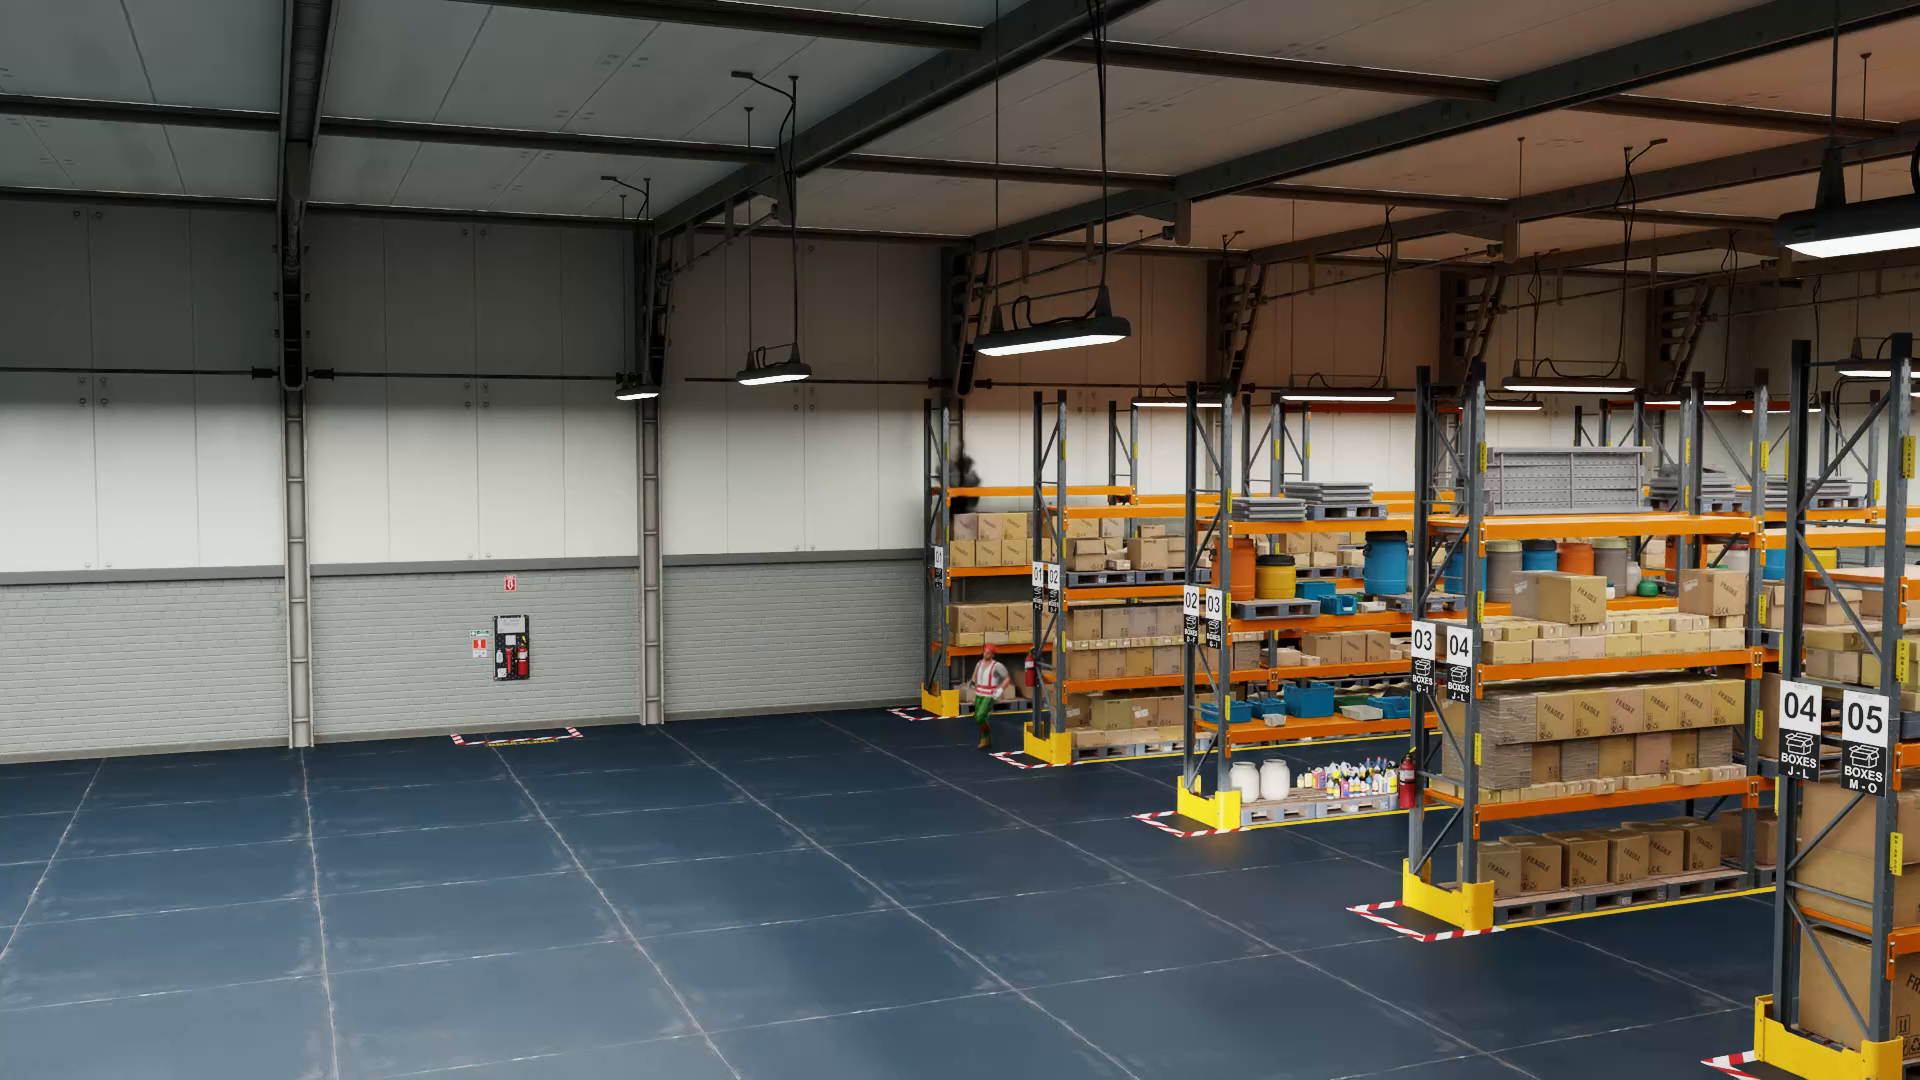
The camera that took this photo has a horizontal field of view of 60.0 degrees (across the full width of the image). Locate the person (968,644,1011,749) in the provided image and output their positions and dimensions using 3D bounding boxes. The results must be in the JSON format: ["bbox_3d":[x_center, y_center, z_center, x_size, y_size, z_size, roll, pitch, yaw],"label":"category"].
[{"bbox_3d":[0.432,2.630,27.930,0.673,1.761,0.601,3,5,43],"label":"person"}]
